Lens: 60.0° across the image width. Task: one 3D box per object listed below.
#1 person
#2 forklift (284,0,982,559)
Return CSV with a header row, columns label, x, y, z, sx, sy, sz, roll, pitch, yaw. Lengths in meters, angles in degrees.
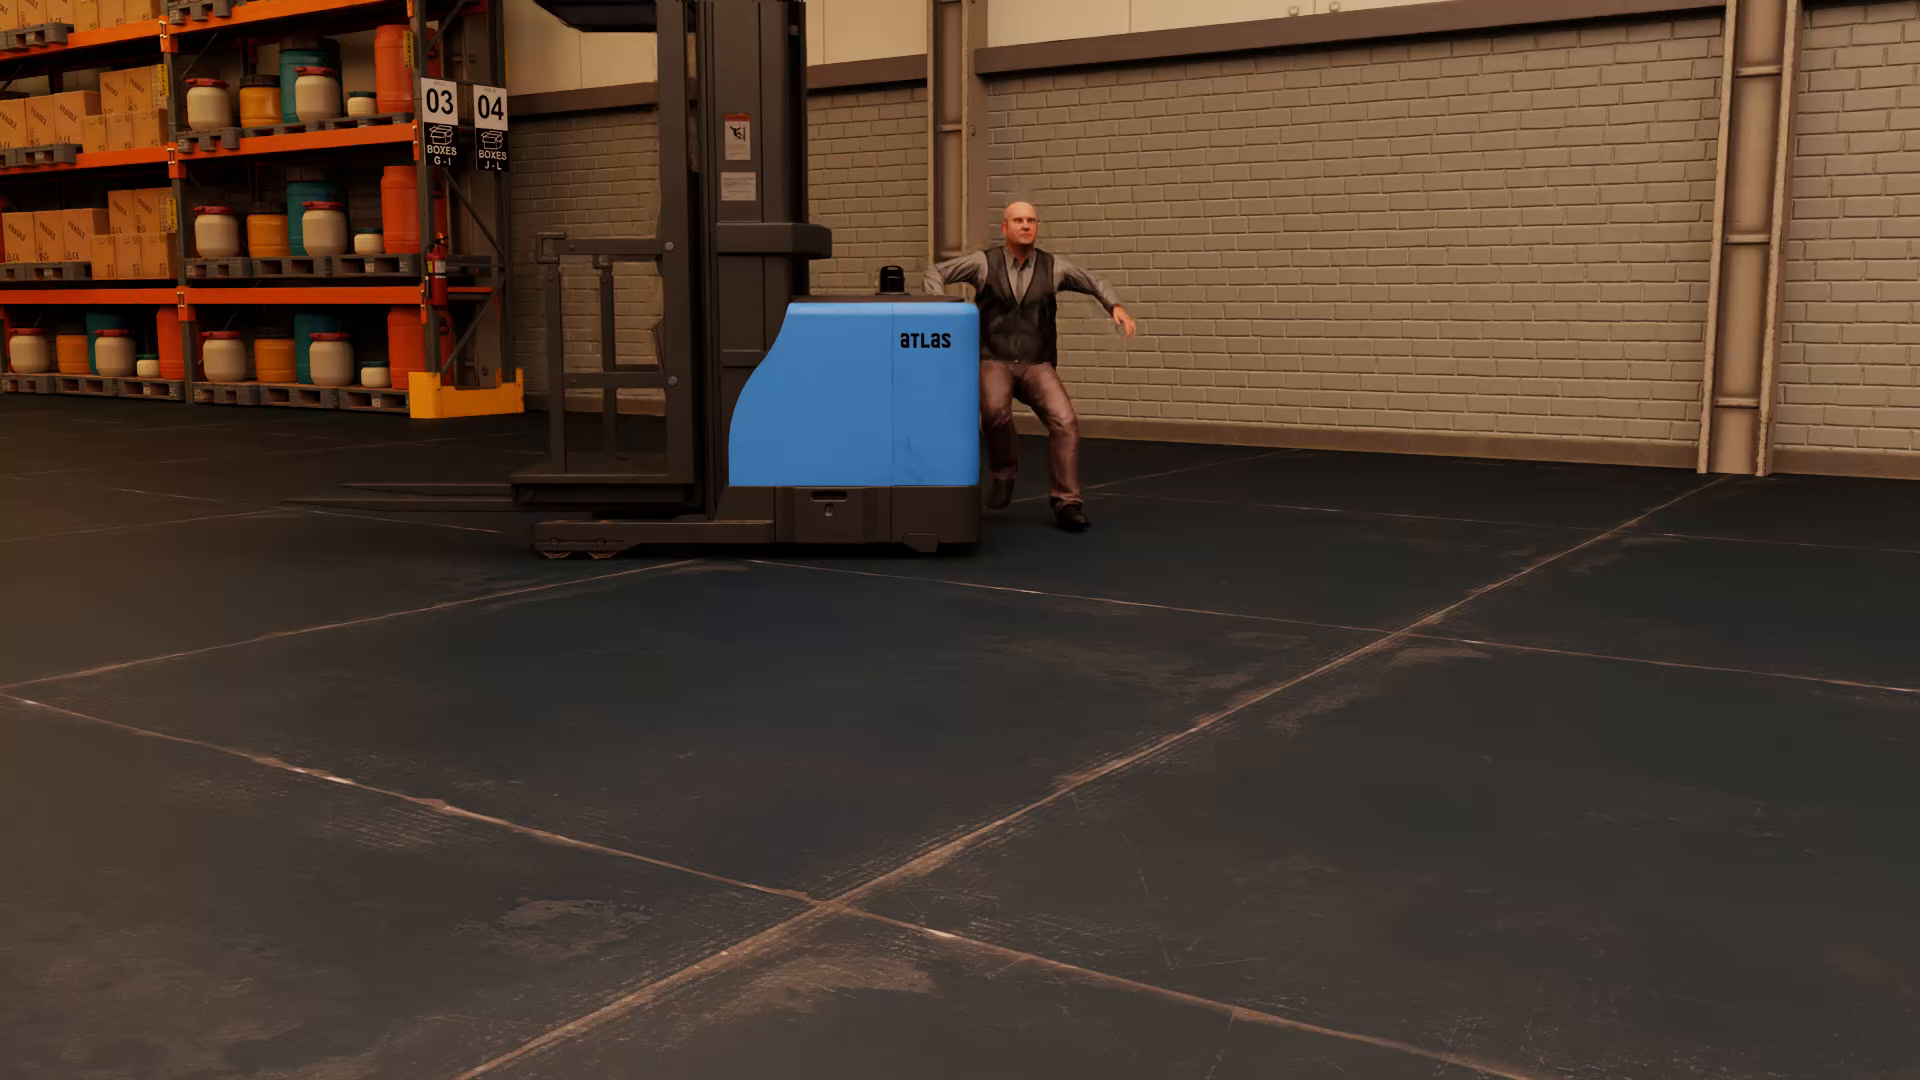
label,x,y,z,sx,sy,sz,roll,pitch,yaw
person,0.338,-0.856,8.089,1.041,1.572,0.836,-1,8,-6
forklift,-1.417,-1.444,7.346,3.031,2.935,1.130,0,8,1
